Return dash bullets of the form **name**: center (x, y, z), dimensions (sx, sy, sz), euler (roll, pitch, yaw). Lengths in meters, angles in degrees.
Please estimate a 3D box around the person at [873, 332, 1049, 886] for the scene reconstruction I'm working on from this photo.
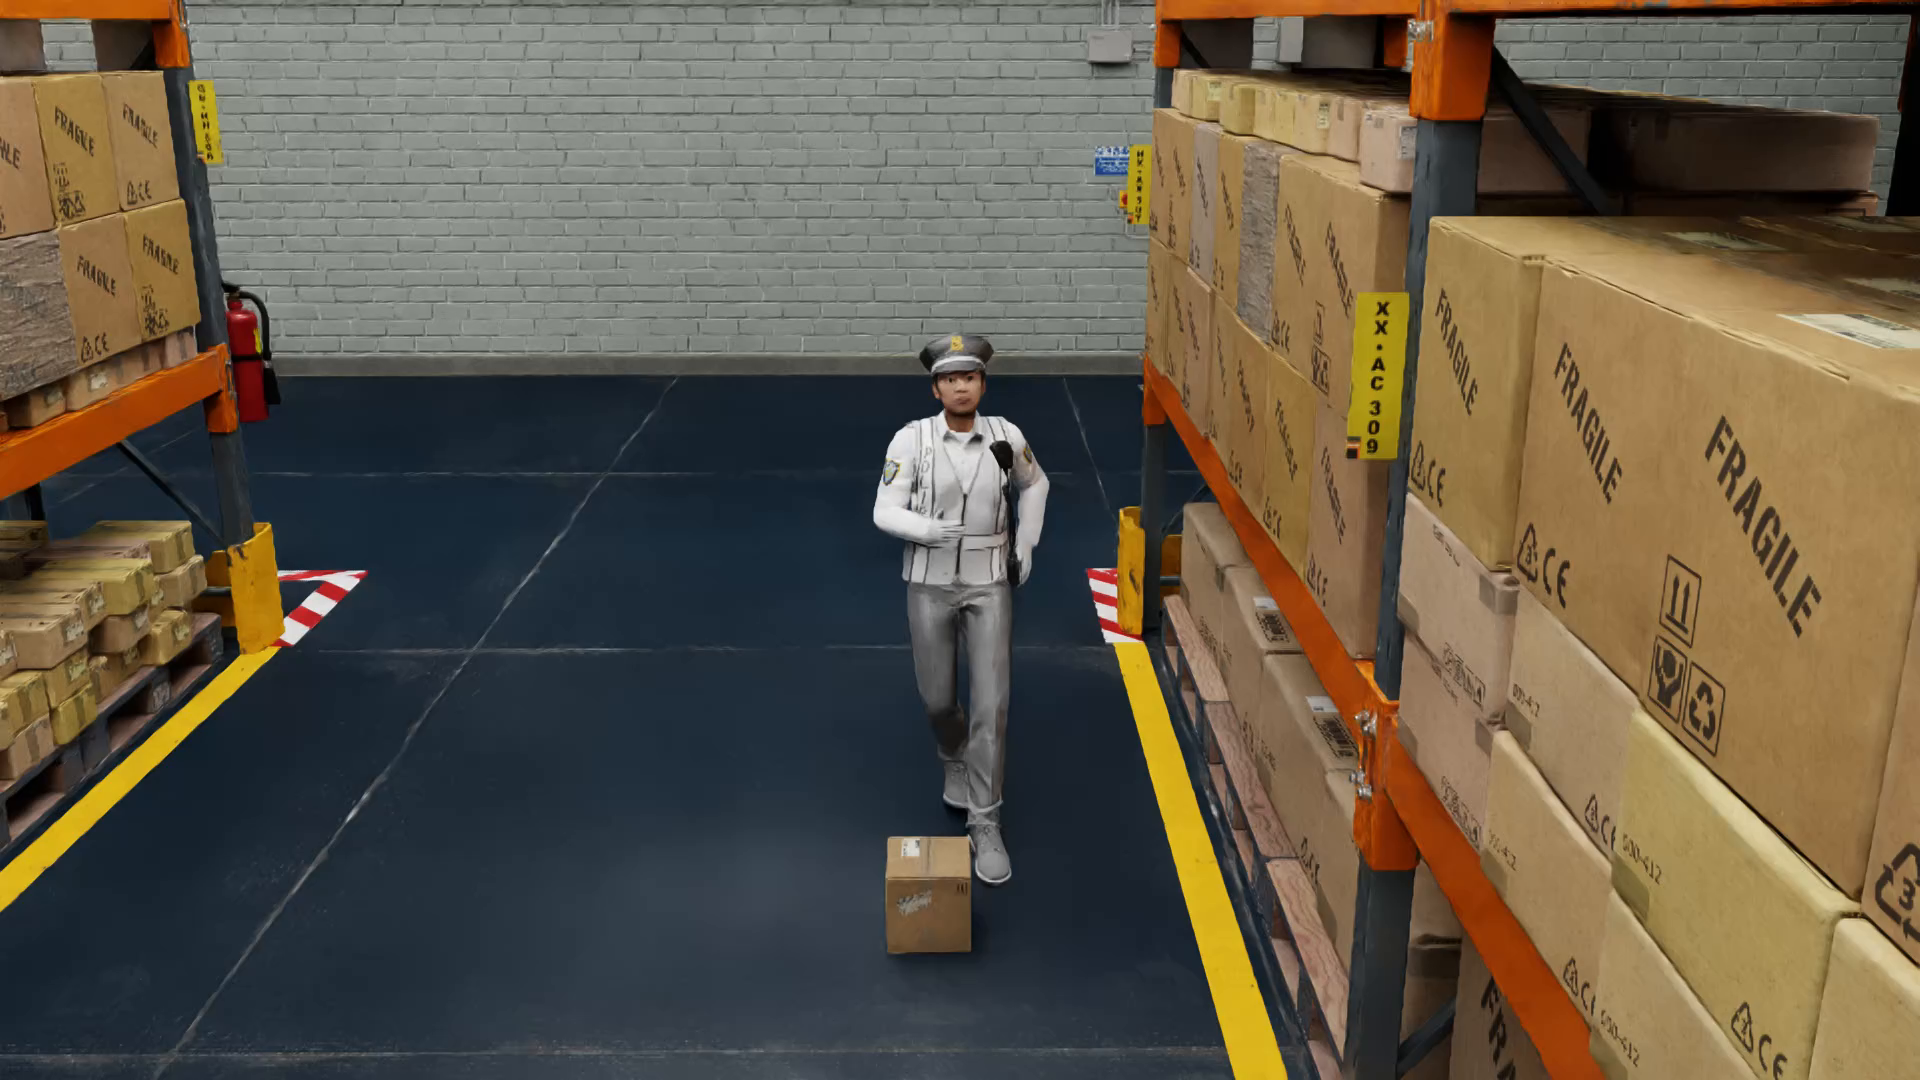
- **person**: center (0.004, 0.182, 5.412), dimensions (0.578, 1.678, 0.790), euler (1, 17, 2)
